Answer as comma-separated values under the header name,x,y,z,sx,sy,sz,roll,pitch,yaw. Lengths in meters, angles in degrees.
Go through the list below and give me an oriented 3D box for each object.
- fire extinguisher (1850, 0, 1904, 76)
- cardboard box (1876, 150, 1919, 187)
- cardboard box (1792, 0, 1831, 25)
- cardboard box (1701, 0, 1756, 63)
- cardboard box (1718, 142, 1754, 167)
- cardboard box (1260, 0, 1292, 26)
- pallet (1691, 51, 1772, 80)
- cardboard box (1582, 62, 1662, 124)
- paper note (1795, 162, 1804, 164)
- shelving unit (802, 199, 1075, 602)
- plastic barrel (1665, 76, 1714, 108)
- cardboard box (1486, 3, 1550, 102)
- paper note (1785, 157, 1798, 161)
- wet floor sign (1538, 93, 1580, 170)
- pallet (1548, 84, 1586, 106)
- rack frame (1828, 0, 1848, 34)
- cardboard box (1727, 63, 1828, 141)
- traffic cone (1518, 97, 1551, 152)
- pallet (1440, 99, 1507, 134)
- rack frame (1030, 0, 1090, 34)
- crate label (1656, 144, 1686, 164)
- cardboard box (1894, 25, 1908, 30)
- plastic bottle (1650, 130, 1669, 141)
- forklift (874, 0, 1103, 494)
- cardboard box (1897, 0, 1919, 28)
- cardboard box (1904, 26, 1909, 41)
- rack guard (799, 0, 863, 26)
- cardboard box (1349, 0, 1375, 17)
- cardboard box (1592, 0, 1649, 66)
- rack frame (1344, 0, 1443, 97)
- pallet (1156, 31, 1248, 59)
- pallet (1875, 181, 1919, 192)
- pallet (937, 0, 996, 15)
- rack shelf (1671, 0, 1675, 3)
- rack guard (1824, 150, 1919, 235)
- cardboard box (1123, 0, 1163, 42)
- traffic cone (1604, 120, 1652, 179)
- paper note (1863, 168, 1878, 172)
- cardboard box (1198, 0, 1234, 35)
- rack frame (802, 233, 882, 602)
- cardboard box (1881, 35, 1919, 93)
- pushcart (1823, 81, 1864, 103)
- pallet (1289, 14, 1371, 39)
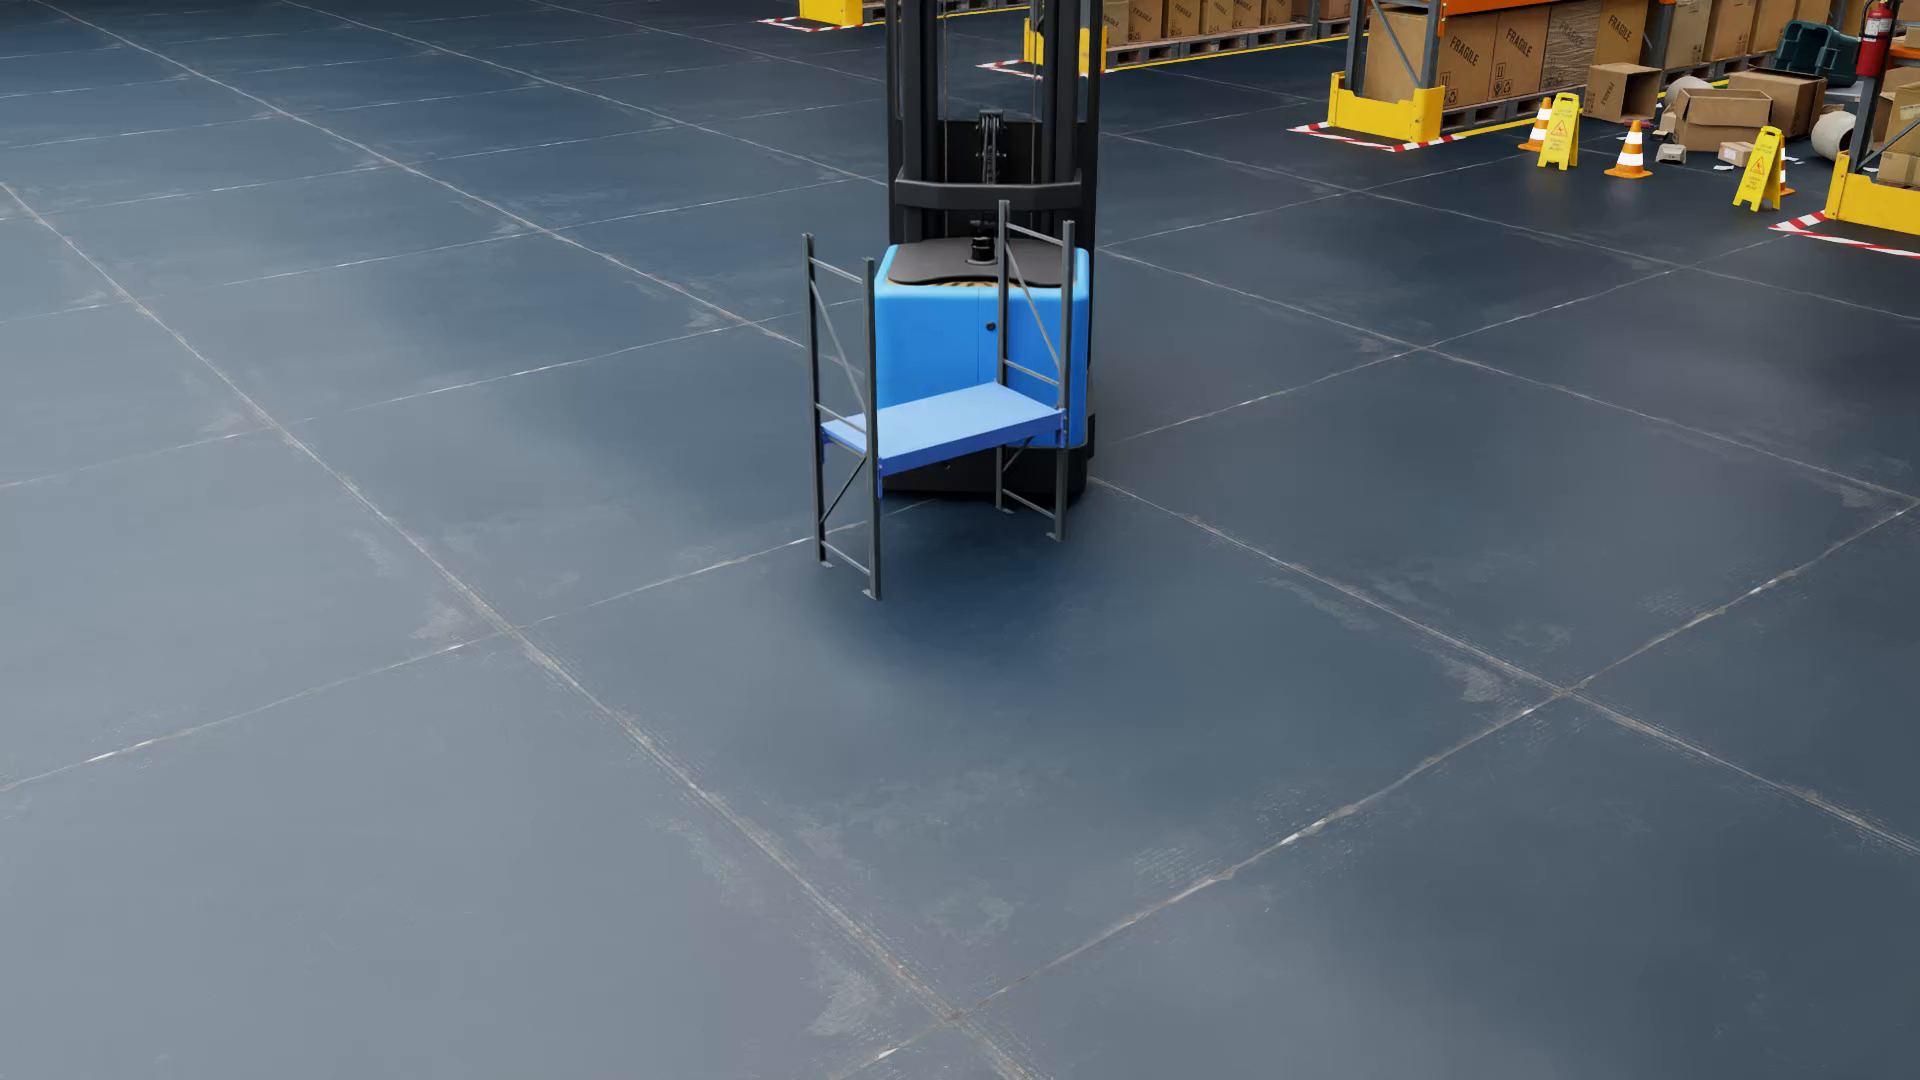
name,x,y,z,sx,sy,sz,roll,pitch,yaw
fire extinguisher,6.936,-3.864,12.568,0.183,0.674,0.296,-18,31,-34
cardboard box,7.799,-3.024,13.436,0.500,0.250,0.500,-18,31,-34
cardboard box,9.937,-6.509,20.350,0.750,0.750,1.050,-19,31,-35
cardboard box,8.519,-6.039,19.337,0.750,0.750,1.050,-18,31,-34
cardboard box,7.095,-3.492,15.062,0.250,0.149,0.380,-3,25,-7
cardboard box,4.004,-7.064,21.842,0.500,0.500,0.500,-19,31,-36
pallet,8.845,-5.708,19.762,1.213,0.211,1.003,-18,31,-34
cardboard box,6.736,-4.552,16.927,0.500,0.500,0.500,-13,28,-25
paper note,7.612,-3.418,15.067,0.123,0.001,0.032,-18,31,-34
shelving unit,-0.082,-0.628,7.287,1.048,1.500,0.538,-17,30,-32
plastic barrel,7.378,-4.457,16.815,0.421,0.421,0.512,1,25,2
cardboard box,5.360,-5.043,17.044,0.875,0.875,0.875,-19,31,-35
paper note,7.587,-3.500,15.233,0.142,0.019,0.148,-8,26,-16
wet floor sign,5.375,-3.658,14.830,0.267,0.644,0.232,21,32,37
pallet,6.677,-4.992,18.220,1.213,0.211,1.003,-18,31,-34
rack frame,10.472,-7.467,20.242,0.127,3.000,1.000,-18,31,-34
cardboard box,7.861,-4.246,16.104,0.503,0.637,0.797,-18,31,-34
traffic cone,5.471,-3.906,15.582,0.334,0.463,0.336,-18,31,-34
pallet,4.757,-4.358,16.854,1.213,0.211,1.003,-18,31,-34
rack frame,1.195,-7.059,19.361,0.127,3.000,1.000,-18,31,-34
crate label,6.481,-3.520,15.138,0.250,0.136,0.298,10,27,20
cardboard box,11.980,-6.890,21.468,0.500,0.500,0.500,-19,31,-35
plastic bottle,6.768,-3.916,16.080,0.133,0.061,0.283,15,29,29
forklift,0.187,-2.131,8.826,1.130,2.935,3.031,2,25,4
cardboard box,7.567,-4.188,12.704,0.500,0.500,0.500,-19,31,-35
cardboard box,7.604,-3.932,12.923,0.250,0.149,0.380,-19,31,-35
rack guard,-1.830,-7.601,23.499,0.348,0.500,1.175,-18,31,-34
cardboard box,5.226,-7.433,22.615,0.500,0.500,0.700,-18,31,-34
cardboard box,6.786,-5.515,18.060,0.875,0.875,0.875,-18,30,-33
rack frame,4.176,-5.389,15.764,0.127,3.000,1.000,-18,31,-34
pallet,2.876,-6.328,21.099,1.213,0.211,1.003,-18,31,-34
pallet,8.031,-2.730,13.346,1.213,0.211,1.003,-18,31,-34
pallet,-0.228,-7.994,24.689,1.213,0.211,1.003,-18,31,-34
rack shelf,8.898,-6.622,19.274,4.000,0.370,1.077,-18,31,-34
rack guard,7.370,-2.662,12.856,0.348,0.500,1.175,-18,31,-34
cardboard box,2.146,-6.439,20.495,0.500,0.500,0.500,-10,27,-21
traffic cone,5.900,-3.443,14.585,0.334,0.463,0.336,-18,31,-34
paper note,8.114,-3.301,14.792,0.142,0.019,0.148,15,29,29
cardboard box,3.117,-6.725,21.113,0.500,0.500,0.500,-22,33,-38
rack frame,-0.495,-0.503,7.018,0.032,1.500,0.500,-17,30,-32
cardboard box,9.336,-4.606,16.147,0.500,0.500,0.500,-18,31,-34
pushcart,9.012,-4.368,16.678,1.648,0.377,0.936,15,29,29
pallet,4.955,-7.036,22.624,1.213,0.211,1.003,-18,31,-34
